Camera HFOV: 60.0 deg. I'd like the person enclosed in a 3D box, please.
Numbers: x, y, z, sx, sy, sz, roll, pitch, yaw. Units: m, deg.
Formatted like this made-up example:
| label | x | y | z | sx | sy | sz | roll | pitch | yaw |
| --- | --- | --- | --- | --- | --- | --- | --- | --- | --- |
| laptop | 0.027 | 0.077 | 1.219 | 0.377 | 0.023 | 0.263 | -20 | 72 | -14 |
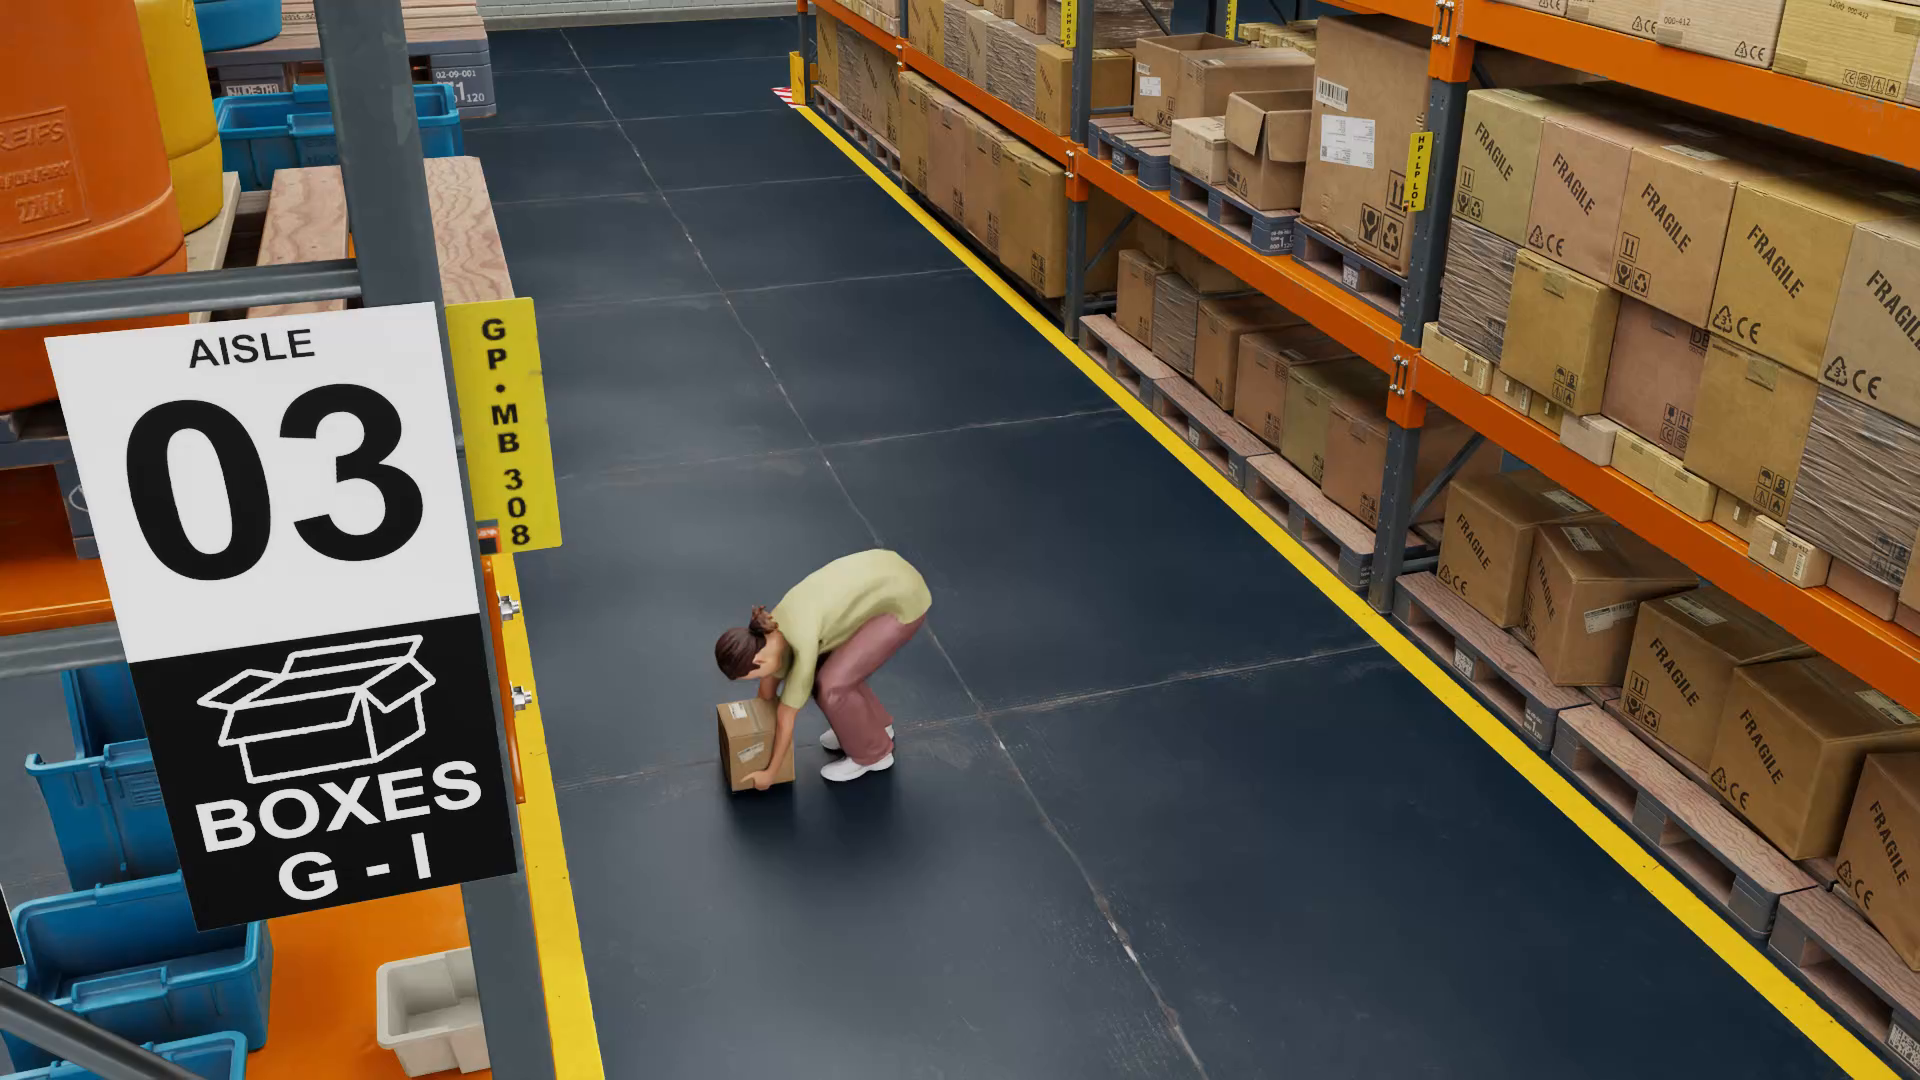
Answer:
| label | x | y | z | sx | sy | sz | roll | pitch | yaw |
| --- | --- | --- | --- | --- | --- | --- | --- | --- | --- |
| person | -0.531 | 0.505 | 6.491 | 0.849 | 0.879 | 0.460 | -10 | 28 | -18 |
